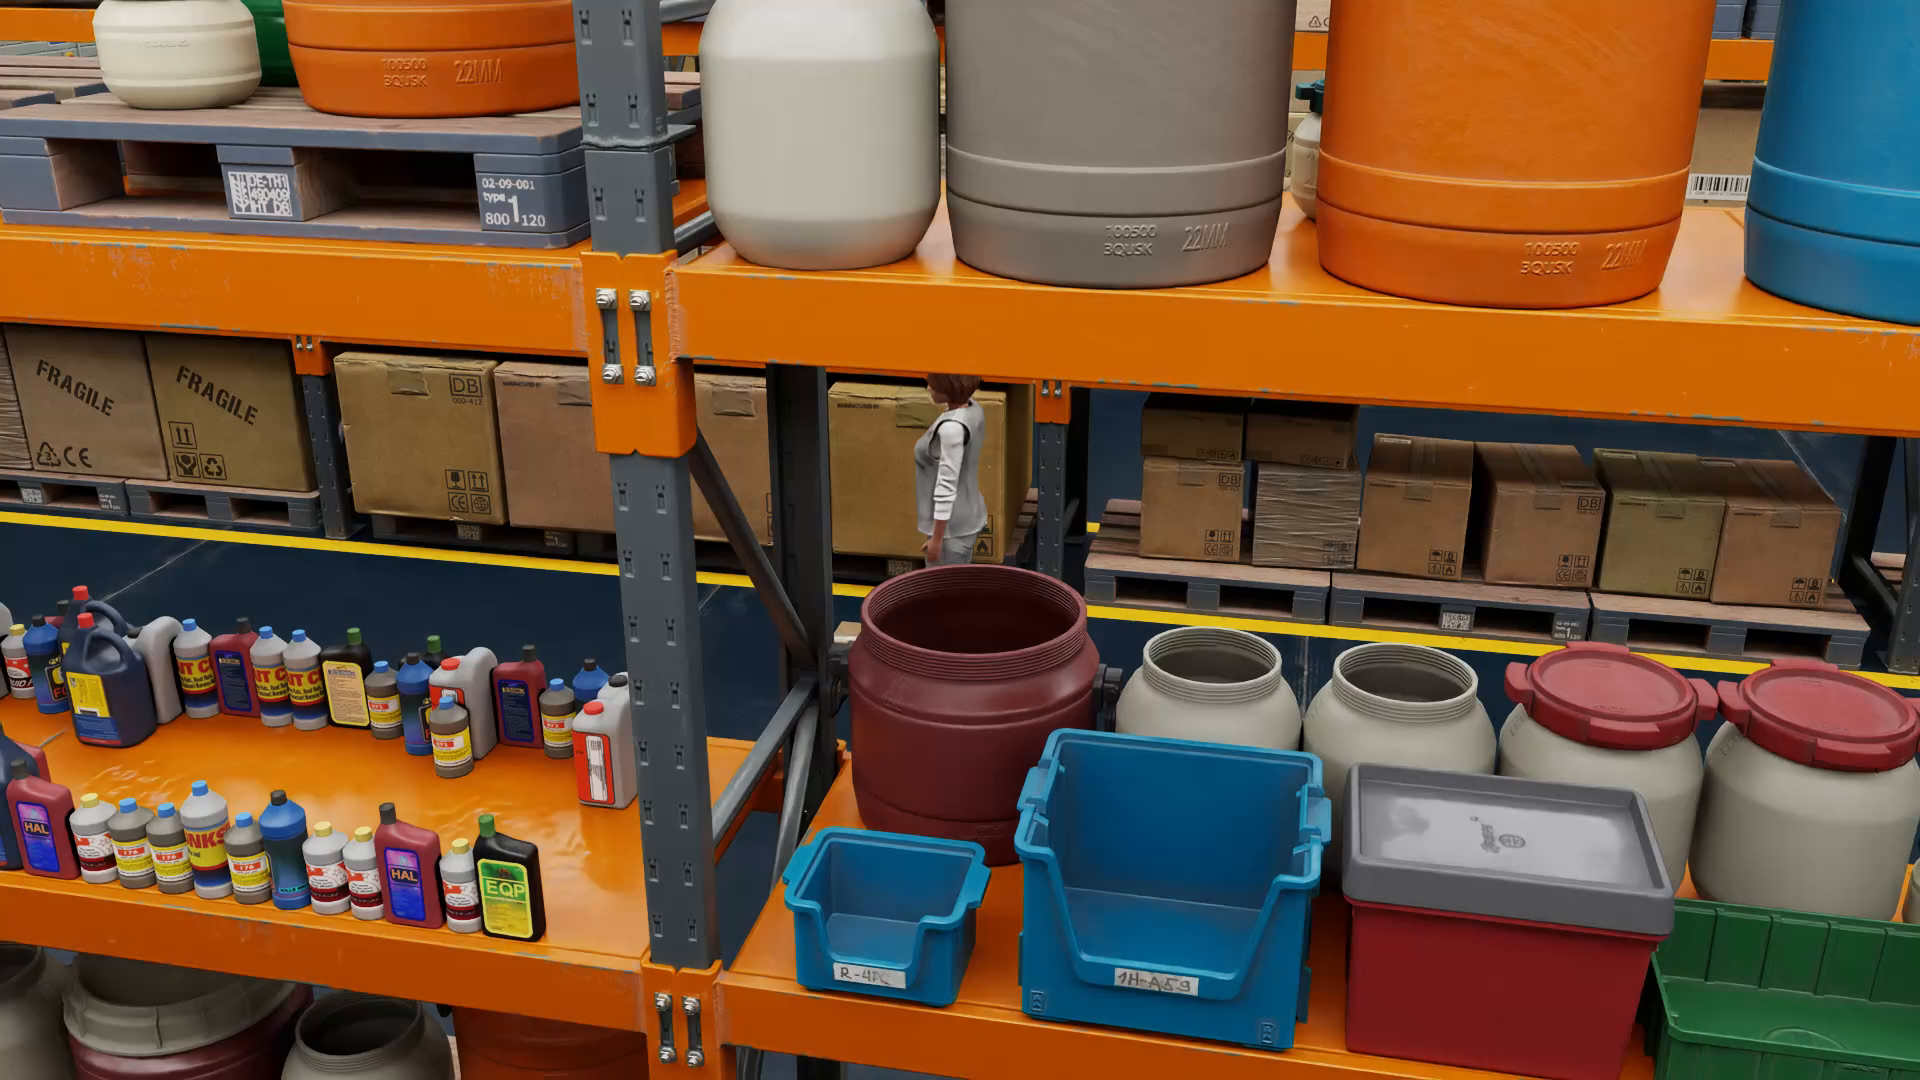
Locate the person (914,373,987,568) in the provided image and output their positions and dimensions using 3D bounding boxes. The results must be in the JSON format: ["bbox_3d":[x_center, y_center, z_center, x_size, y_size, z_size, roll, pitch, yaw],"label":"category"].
[{"bbox_3d":[-0.035,-0.046,7.223,0.306,1.594,0.406,5,22,12],"label":"person"}]
